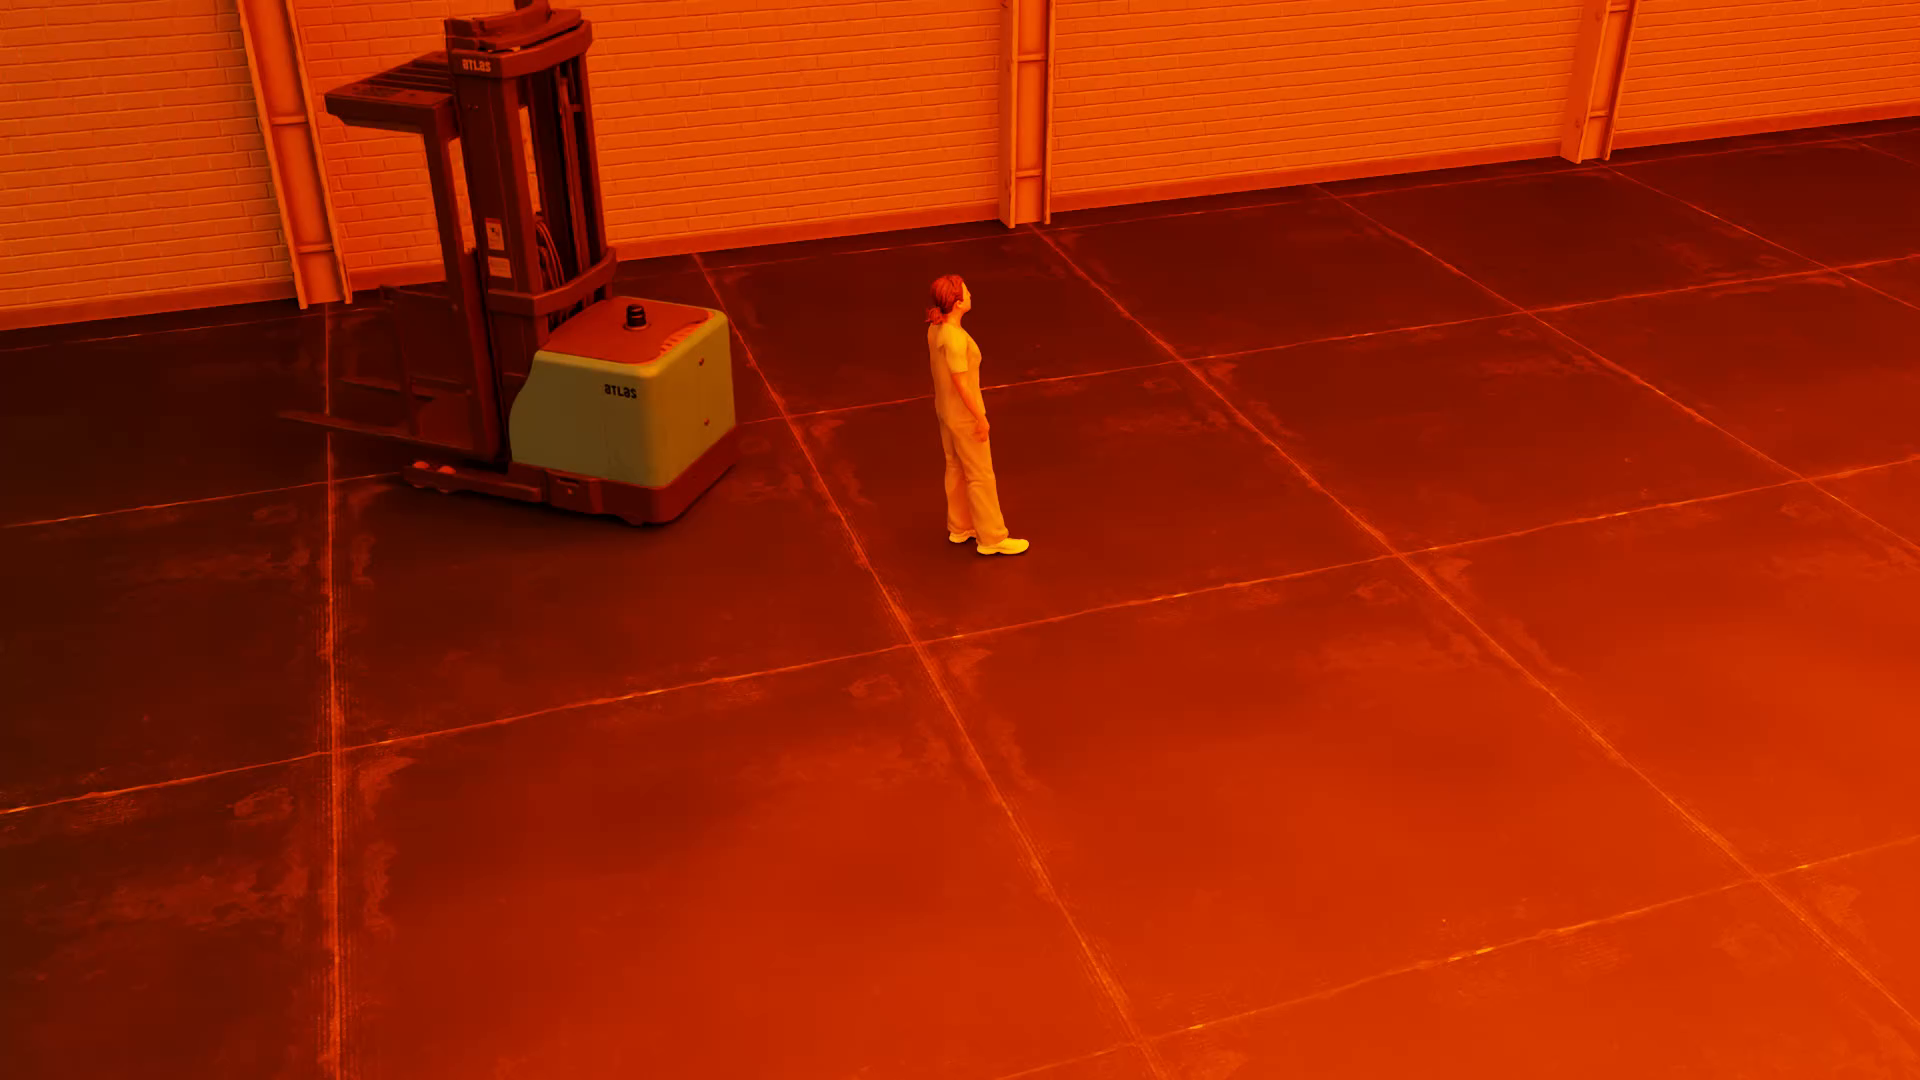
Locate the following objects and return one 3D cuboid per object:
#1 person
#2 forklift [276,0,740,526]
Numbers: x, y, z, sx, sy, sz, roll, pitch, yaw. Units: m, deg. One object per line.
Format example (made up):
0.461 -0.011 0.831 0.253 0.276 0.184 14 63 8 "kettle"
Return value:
0.084 -0.740 9.617 0.528 1.675 0.550 -10 31 -16 "person"
-3.002 -1.802 10.219 3.031 2.935 1.130 11 32 18 "forklift"
